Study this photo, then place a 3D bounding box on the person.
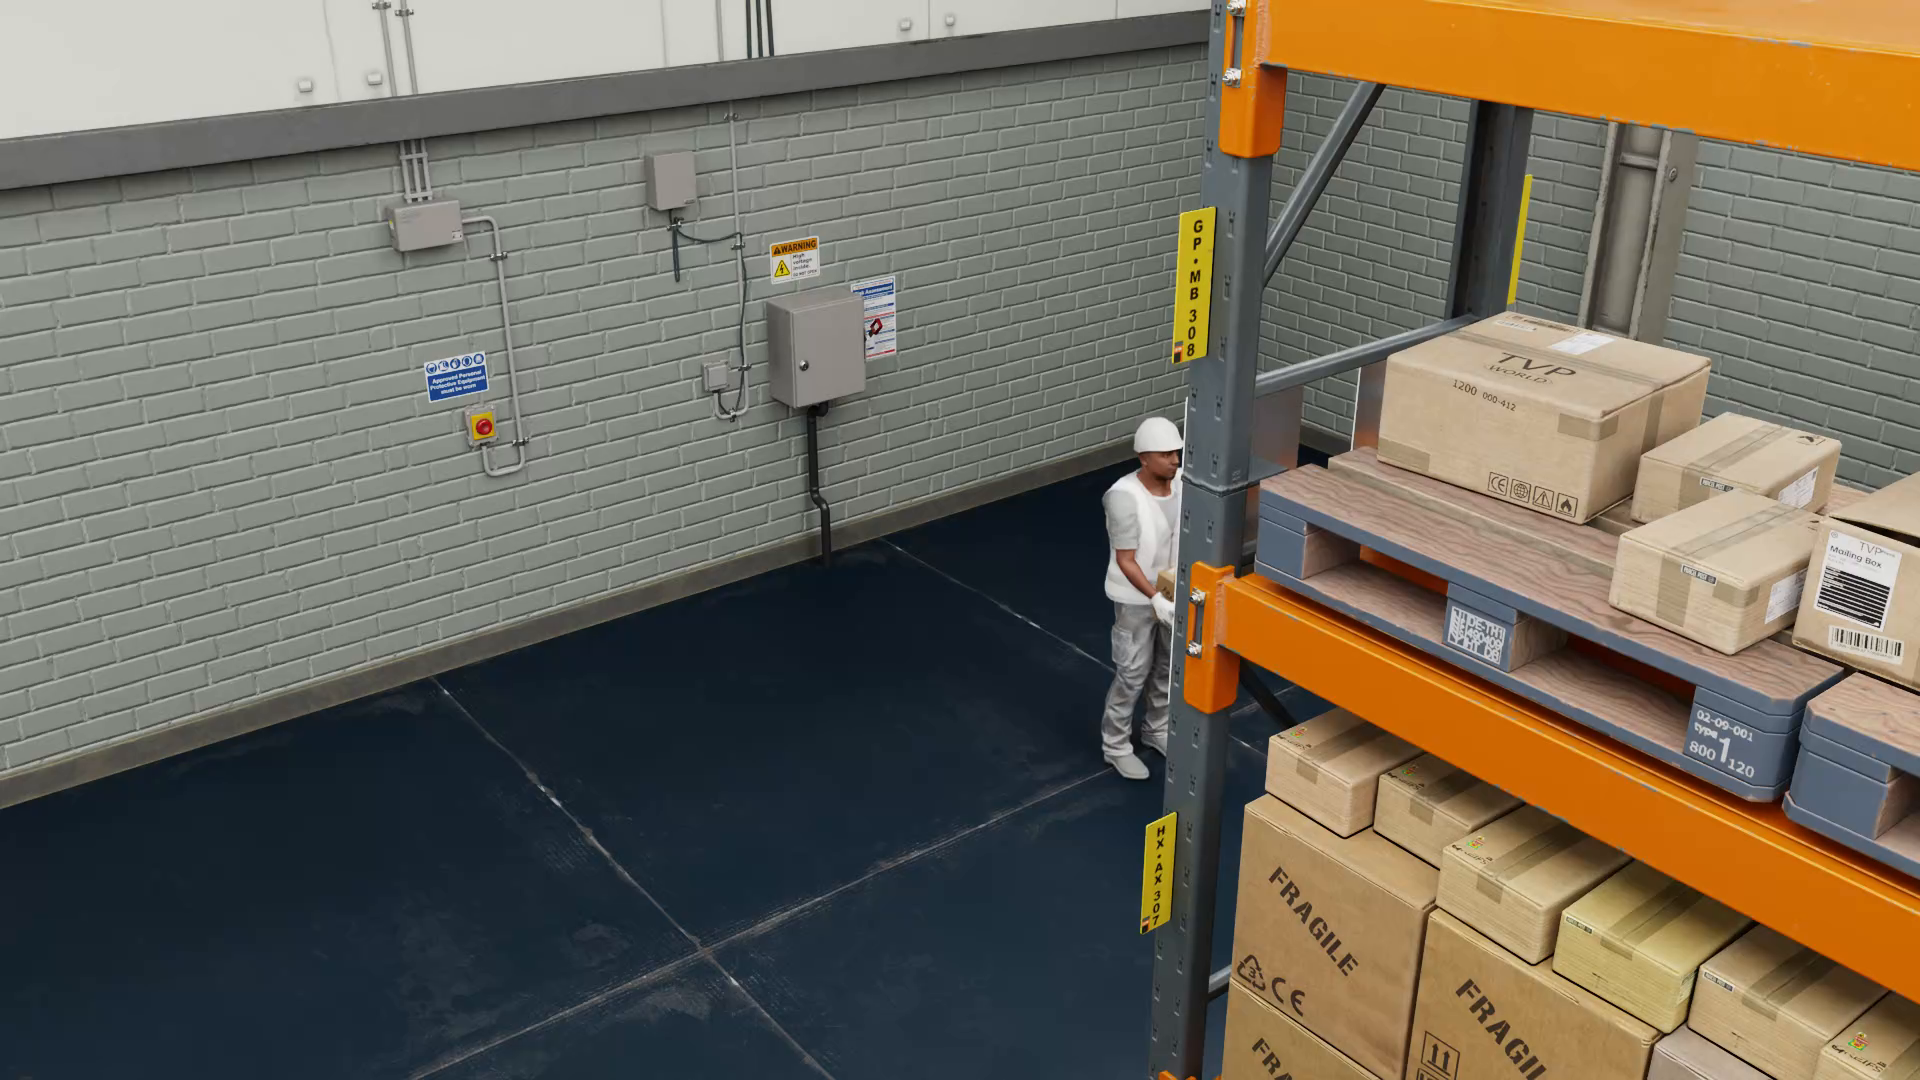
[{"bbox_3d":[0.970,0.291,7.937,0.532,1.789,0.541,-18,30,-35],"label":"person"}]
